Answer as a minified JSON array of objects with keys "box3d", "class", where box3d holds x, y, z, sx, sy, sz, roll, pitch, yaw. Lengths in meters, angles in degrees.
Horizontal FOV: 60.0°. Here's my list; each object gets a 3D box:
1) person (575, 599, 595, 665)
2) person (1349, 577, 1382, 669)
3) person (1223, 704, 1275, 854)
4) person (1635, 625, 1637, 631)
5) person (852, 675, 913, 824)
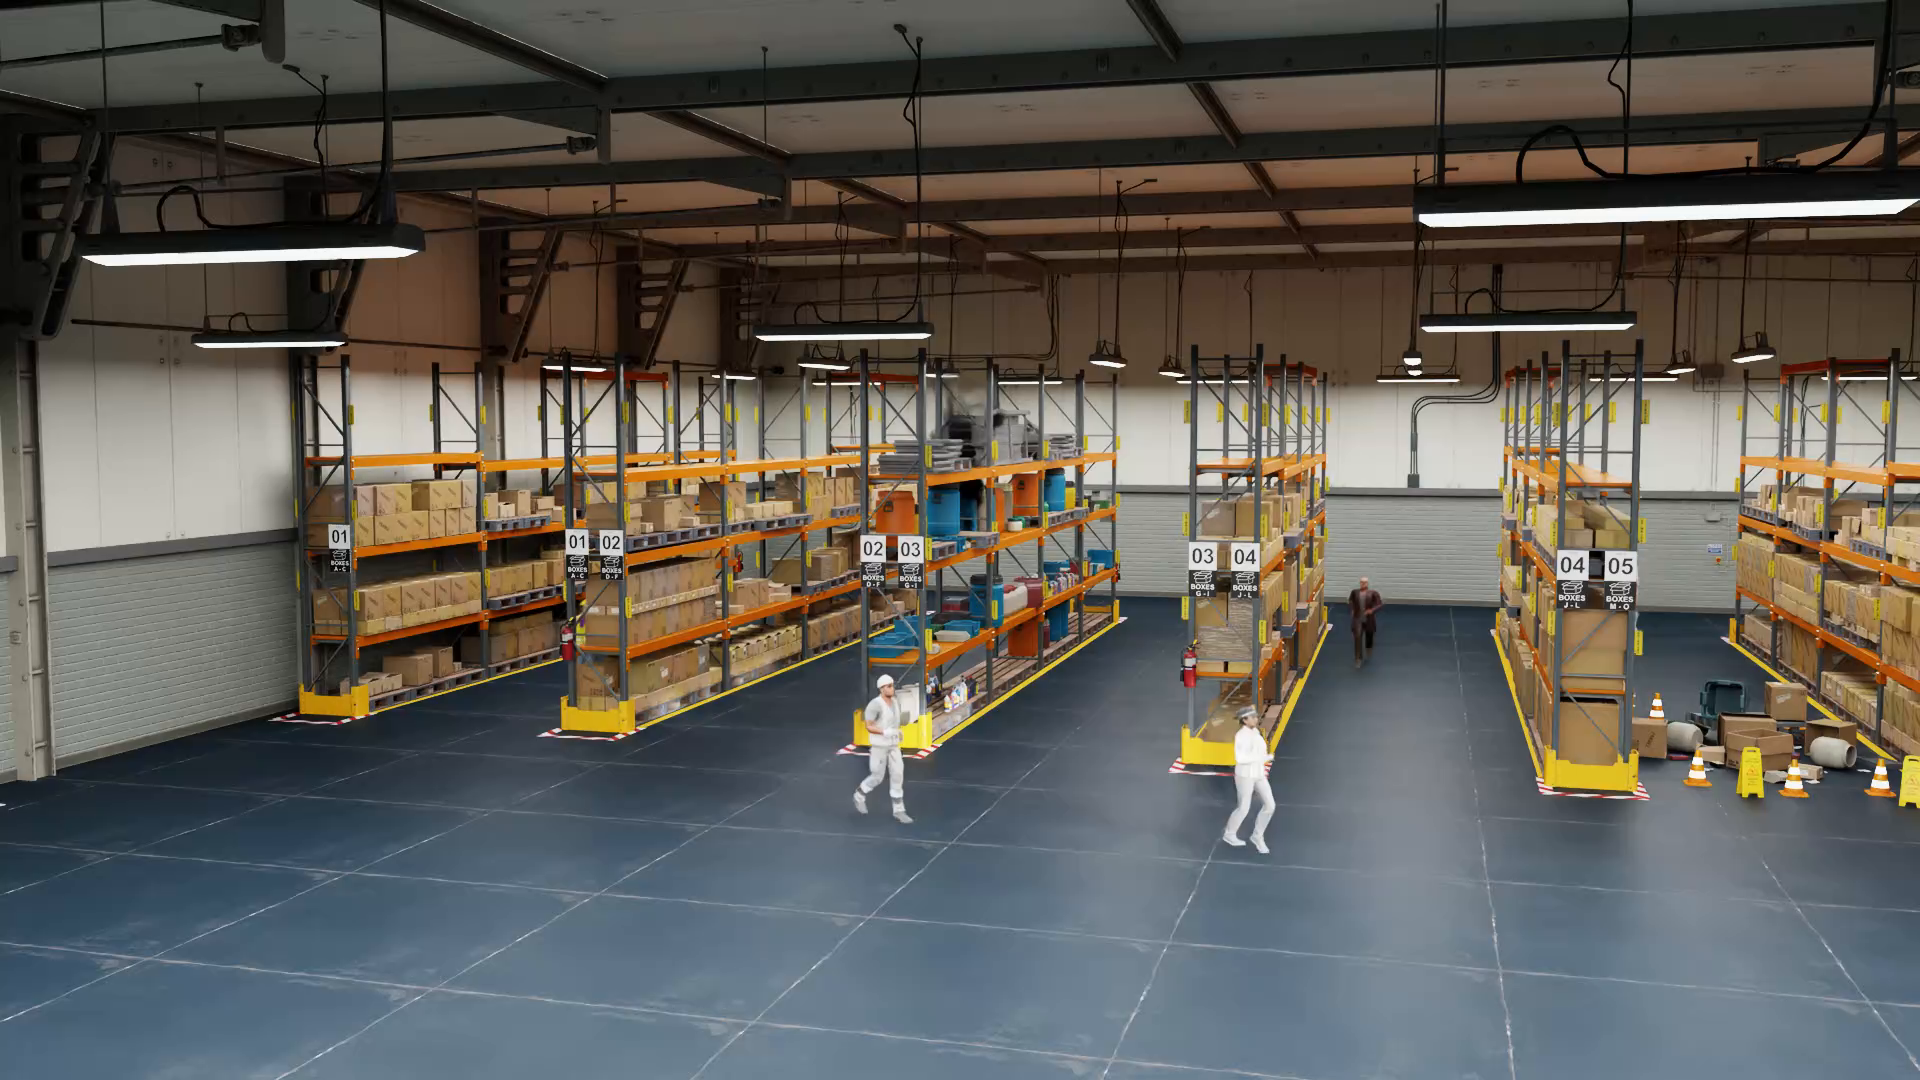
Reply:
[{"box3d":[-6.684,1.917,29.703,0.700,1.719,0.625,1,4,11],"class":"person"},{"box3d":[8.115,1.633,33.322,0.674,1.790,1.204,1,4,17],"class":"person"},{"box3d":[3.336,2.735,19.027,0.592,1.736,0.684,-4,6,-45],"class":"person"},{"box3d":[15.274,1.253,38.419,0.756,1.736,0.741,2,5,20],"class":"person"},{"box3d":[-0.945,2.559,20.560,0.883,1.807,0.682,3,6,39],"class":"person"}]
